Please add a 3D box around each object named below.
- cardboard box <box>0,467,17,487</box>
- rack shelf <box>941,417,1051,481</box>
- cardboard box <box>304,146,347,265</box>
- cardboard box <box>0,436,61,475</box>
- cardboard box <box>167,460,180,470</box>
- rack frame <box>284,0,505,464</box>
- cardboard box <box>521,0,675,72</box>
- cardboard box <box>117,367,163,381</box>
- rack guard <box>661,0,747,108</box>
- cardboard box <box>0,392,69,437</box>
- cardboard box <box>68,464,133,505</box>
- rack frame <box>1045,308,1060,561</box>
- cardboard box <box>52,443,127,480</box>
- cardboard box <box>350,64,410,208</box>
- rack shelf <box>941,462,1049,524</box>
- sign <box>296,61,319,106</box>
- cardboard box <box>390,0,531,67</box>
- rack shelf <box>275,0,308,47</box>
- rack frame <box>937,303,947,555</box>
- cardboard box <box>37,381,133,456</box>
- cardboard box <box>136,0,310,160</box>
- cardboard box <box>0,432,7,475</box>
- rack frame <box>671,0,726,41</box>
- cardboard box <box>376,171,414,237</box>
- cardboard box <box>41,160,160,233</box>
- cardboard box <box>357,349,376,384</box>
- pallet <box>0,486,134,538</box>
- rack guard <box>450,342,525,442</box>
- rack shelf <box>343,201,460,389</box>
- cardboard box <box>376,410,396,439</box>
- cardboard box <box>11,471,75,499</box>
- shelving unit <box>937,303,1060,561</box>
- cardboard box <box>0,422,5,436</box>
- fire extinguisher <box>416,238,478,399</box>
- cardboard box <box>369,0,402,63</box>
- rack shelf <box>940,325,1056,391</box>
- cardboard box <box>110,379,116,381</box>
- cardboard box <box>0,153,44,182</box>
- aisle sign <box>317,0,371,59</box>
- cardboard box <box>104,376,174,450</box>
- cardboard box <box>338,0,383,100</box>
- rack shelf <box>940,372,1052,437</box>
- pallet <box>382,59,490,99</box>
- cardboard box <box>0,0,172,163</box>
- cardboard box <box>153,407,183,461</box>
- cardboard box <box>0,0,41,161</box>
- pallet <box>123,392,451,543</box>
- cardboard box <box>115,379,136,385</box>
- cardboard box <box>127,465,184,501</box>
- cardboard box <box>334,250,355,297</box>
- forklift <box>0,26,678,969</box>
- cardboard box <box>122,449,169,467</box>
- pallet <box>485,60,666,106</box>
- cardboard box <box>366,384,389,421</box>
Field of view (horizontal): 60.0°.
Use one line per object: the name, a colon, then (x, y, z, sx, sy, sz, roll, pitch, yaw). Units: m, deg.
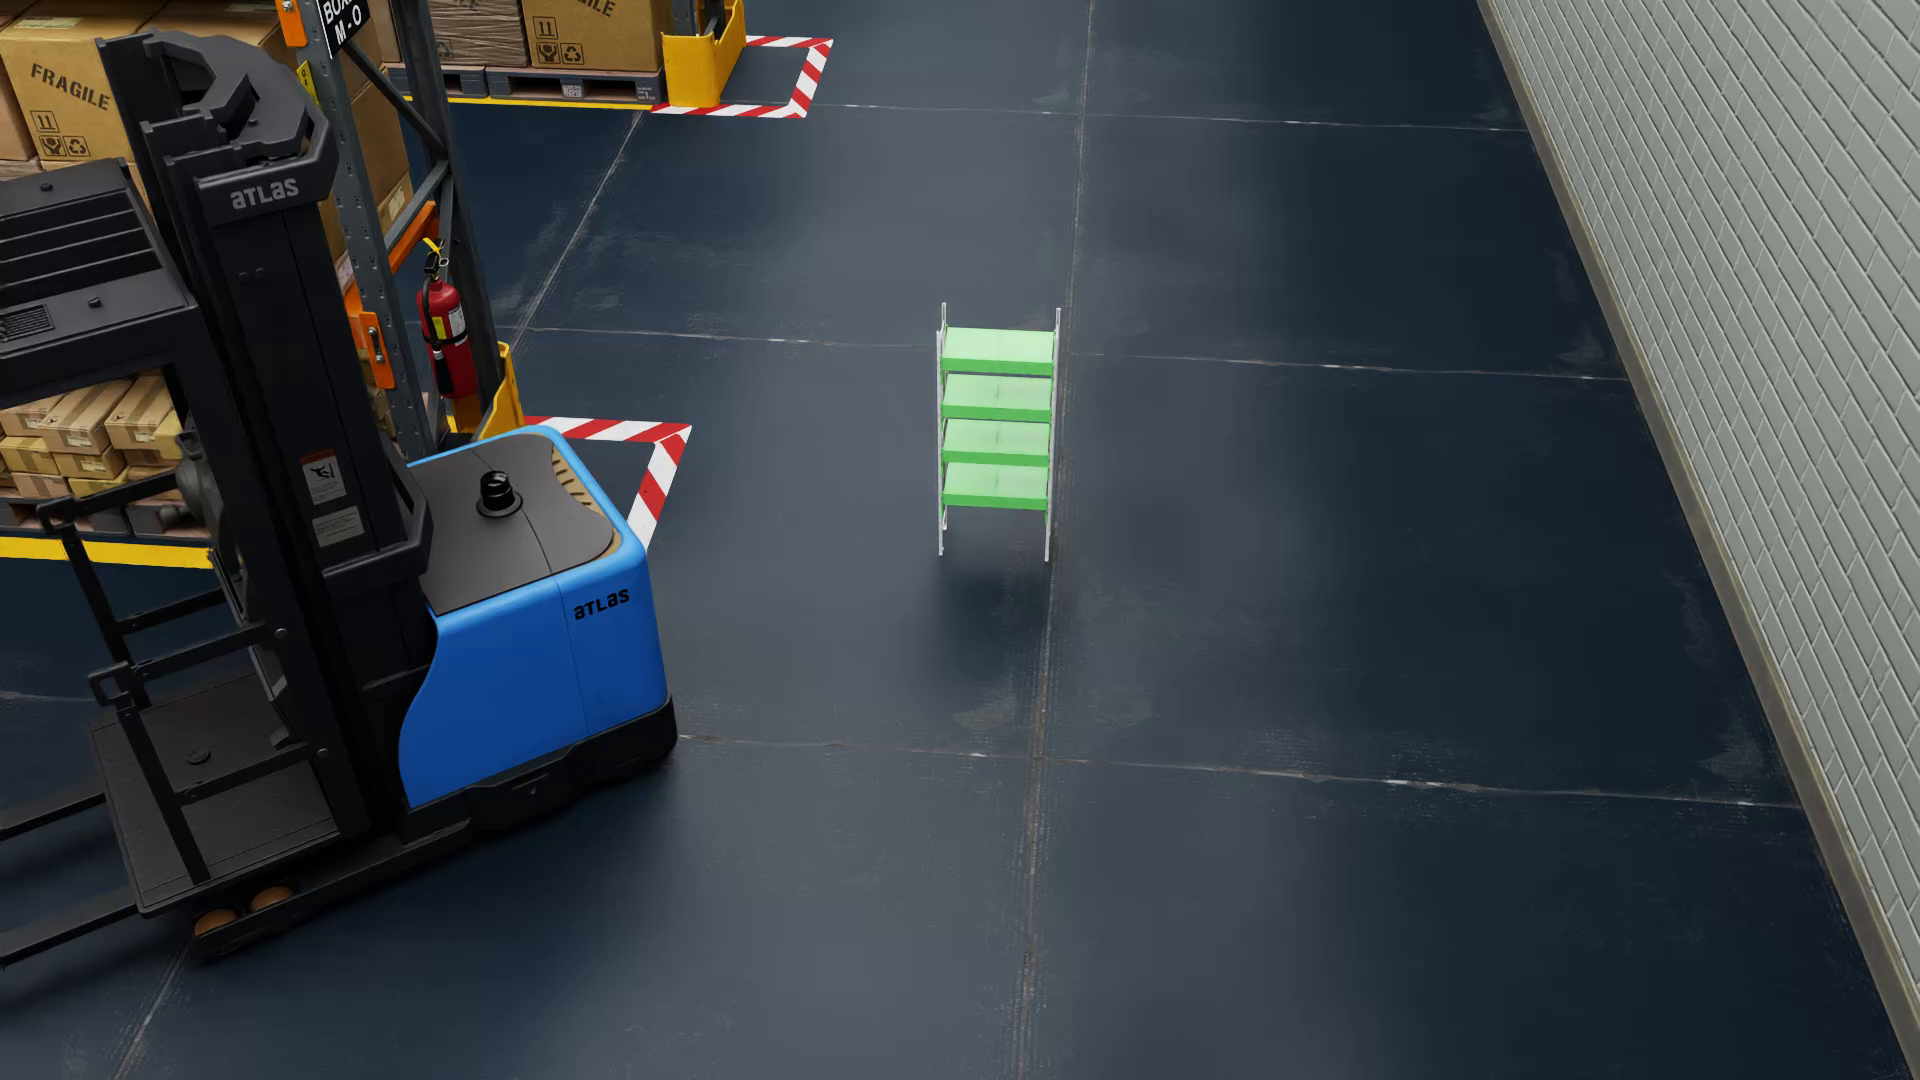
cardboard box: (-4.424, -0.423, 7.819, 0.250, 0.149, 0.380, 4, 39, 5)
rack shelf: (0.165, -0.407, 7.400, 0.480, 0.148, 0.258, 3, 39, 4)
cardboard box: (-2.809, -1.398, 6.777, 0.500, 0.500, 0.500, 4, 39, 5)
cardboard box: (-4.178, -0.476, 7.649, 0.250, 0.149, 0.380, 5, 39, 6)
cardboard box: (-3.407, -0.430, 7.592, 0.250, 0.149, 0.380, 2, 39, 2)
rack frame: (-2.339, -1.381, 7.071, 0.127, 3.000, 1.000, 3, 39, 4)
cardboard box: (-2.455, -3.818, 11.416, 0.875, 0.875, 0.875, 3, 39, 4)
cardboard box: (-3.886, -0.927, 7.968, 0.250, 0.149, 0.380, 5, 39, 6)
rack guard: (-1.786, -3.524, 11.684, 0.348, 0.500, 1.175, 3, 39, 4)
cardboard box: (-4.180, -0.640, 7.615, 0.250, 0.149, 0.380, 2, 39, 2)
cardboard box: (-3.909, -0.334, 7.710, 0.250, 0.149, 0.380, 1, 39, 2)
rack frame: (0.408, -0.443, 7.344, 0.015, 1.200, 0.240, 3, 39, 4)
cardboard box: (-3.924, -0.450, 7.617, 0.250, 0.149, 0.380, 4, 39, 5)
cardboard box: (-2.762, -1.734, 7.189, 0.500, 0.500, 0.500, 5, 39, 6)
rack shelf: (0.165, -0.221, 7.552, 0.480, 0.148, 0.258, 3, 39, 4)
sign: (-2.407, -1.605, 6.178, 0.005, 0.325, 0.100, 3, 39, 4)
cardboard box: (-3.361, -3.868, 11.476, 0.875, 0.875, 0.875, 3, 39, 4)
rack shelf: (-4.331, -2.374, 6.485, 4.000, 0.370, 1.077, 3, 39, 4)
rack frame: (-0.078, -0.470, 7.376, 0.015, 1.200, 0.240, 3, 39, 4)
cardboard box: (-3.927, -0.556, 7.512, 0.250, 0.149, 0.380, 5, 39, 6)
cardboard box: (-2.816, -1.792, 6.468, 0.500, 0.500, 0.500, 2, 39, 3)
cardboard box: (-4.455, -0.474, 7.646, 0.250, 0.149, 0.380, 4, 39, 4)
rack frame: (-1.810, -4.495, 10.896, 0.127, 3.000, 1.000, 3, 39, 4)
cardboard box: (-2.633, -1.508, 7.425, 0.250, 0.149, 0.380, 3, 39, 3)
cardboard box: (-3.321, -1.429, 6.815, 0.500, 0.500, 0.500, 3, 39, 3)
cardboard box: (-2.831, -0.911, 7.948, 0.250, 0.149, 0.380, 1, 39, 2)
pallet: (-4.433, -0.438, 8.121, 1.213, 0.211, 1.003, 3, 39, 4)
rack guard: (-2.414, -0.416, 7.865, 0.348, 0.500, 1.175, 3, 39, 4)
rack shelf: (-4.331, -1.211, 7.432, 4.000, 0.370, 1.077, 3, 39, 4)
cardboard box: (-2.833, -0.668, 8.121, 0.250, 0.149, 0.380, 4, 39, 5)
cardboard box: (-4.179, -0.362, 7.744, 0.250, 0.149, 0.380, 4, 39, 5)
shelving unit: (0.165, -0.456, 7.360, 0.503, 1.200, 0.258, 3, 39, 4)
cardboard box: (-4.444, -0.637, 7.611, 0.250, 0.149, 0.380, 3, 39, 4)
fire extinguisher: (-2.128, -0.903, 6.839, 0.183, 0.674, 0.296, 3, 39, 4)
cardboard box: (-4.248, -3.917, 11.536, 0.875, 0.875, 0.875, 3, 39, 4)
rack shelf: (0.165, -0.779, 7.097, 0.480, 0.148, 0.258, 3, 39, 4)
cardboard box: (-4.151, -0.778, 8.019, 0.250, 0.149, 0.380, 5, 39, 6)
cardboard box: (-3.827, -1.451, 6.841, 0.500, 0.500, 0.500, 3, 39, 4)
aisle sign: (-2.292, -2.197, 6.013, 0.004, 0.787, 0.394, 3, 39, 4)
cardboard box: (-3.655, -0.577, 7.537, 0.250, 0.149, 0.380, 2, 39, 2)
cardboard box: (-2.763, -2.115, 6.865, 0.500, 0.500, 0.500, 3, 39, 4)
rack shelf: (0.165, -0.593, 7.249, 0.480, 0.148, 0.258, 3, 39, 4)
pallet: (-3.826, -3.476, 11.853, 1.213, 0.211, 1.003, 3, 39, 4)
cardboard box: (-3.321, -1.819, 6.502, 0.500, 0.500, 0.500, 2, 39, 2)
cardboard box: (-3.402, -0.523, 7.470, 0.250, 0.149, 0.380, 2, 39, 3)
cardboard box: (-3.840, -1.842, 6.530, 0.500, 0.500, 0.500, 5, 39, 6)
pallet: (-3.221, -0.370, 8.038, 1.213, 0.211, 1.003, 3, 39, 4)
cardboard box: (-3.877, -0.789, 8.033, 0.250, 0.149, 0.380, 1, 39, 2)
cardboard box: (-3.649, -0.360, 7.742, 0.250, 0.149, 0.380, 4, 39, 4)
cardboard box: (-2.688, -1.124, 6.953, 0.250, 0.149, 0.380, 3, 39, 4)
forklift: (-2.654, -0.040, 5.478, 3.031, 2.935, 1.130, -21, 44, -24)
cardboard box: (-3.666, -0.510, 7.690, 0.250, 0.149, 0.380, 3, 39, 3)
pallet: (-2.614, -3.408, 11.770, 1.213, 0.211, 1.003, 3, 39, 4)
cardboard box: (-2.839, -0.744, 7.978, 0.250, 0.149, 0.380, 5, 39, 6)
